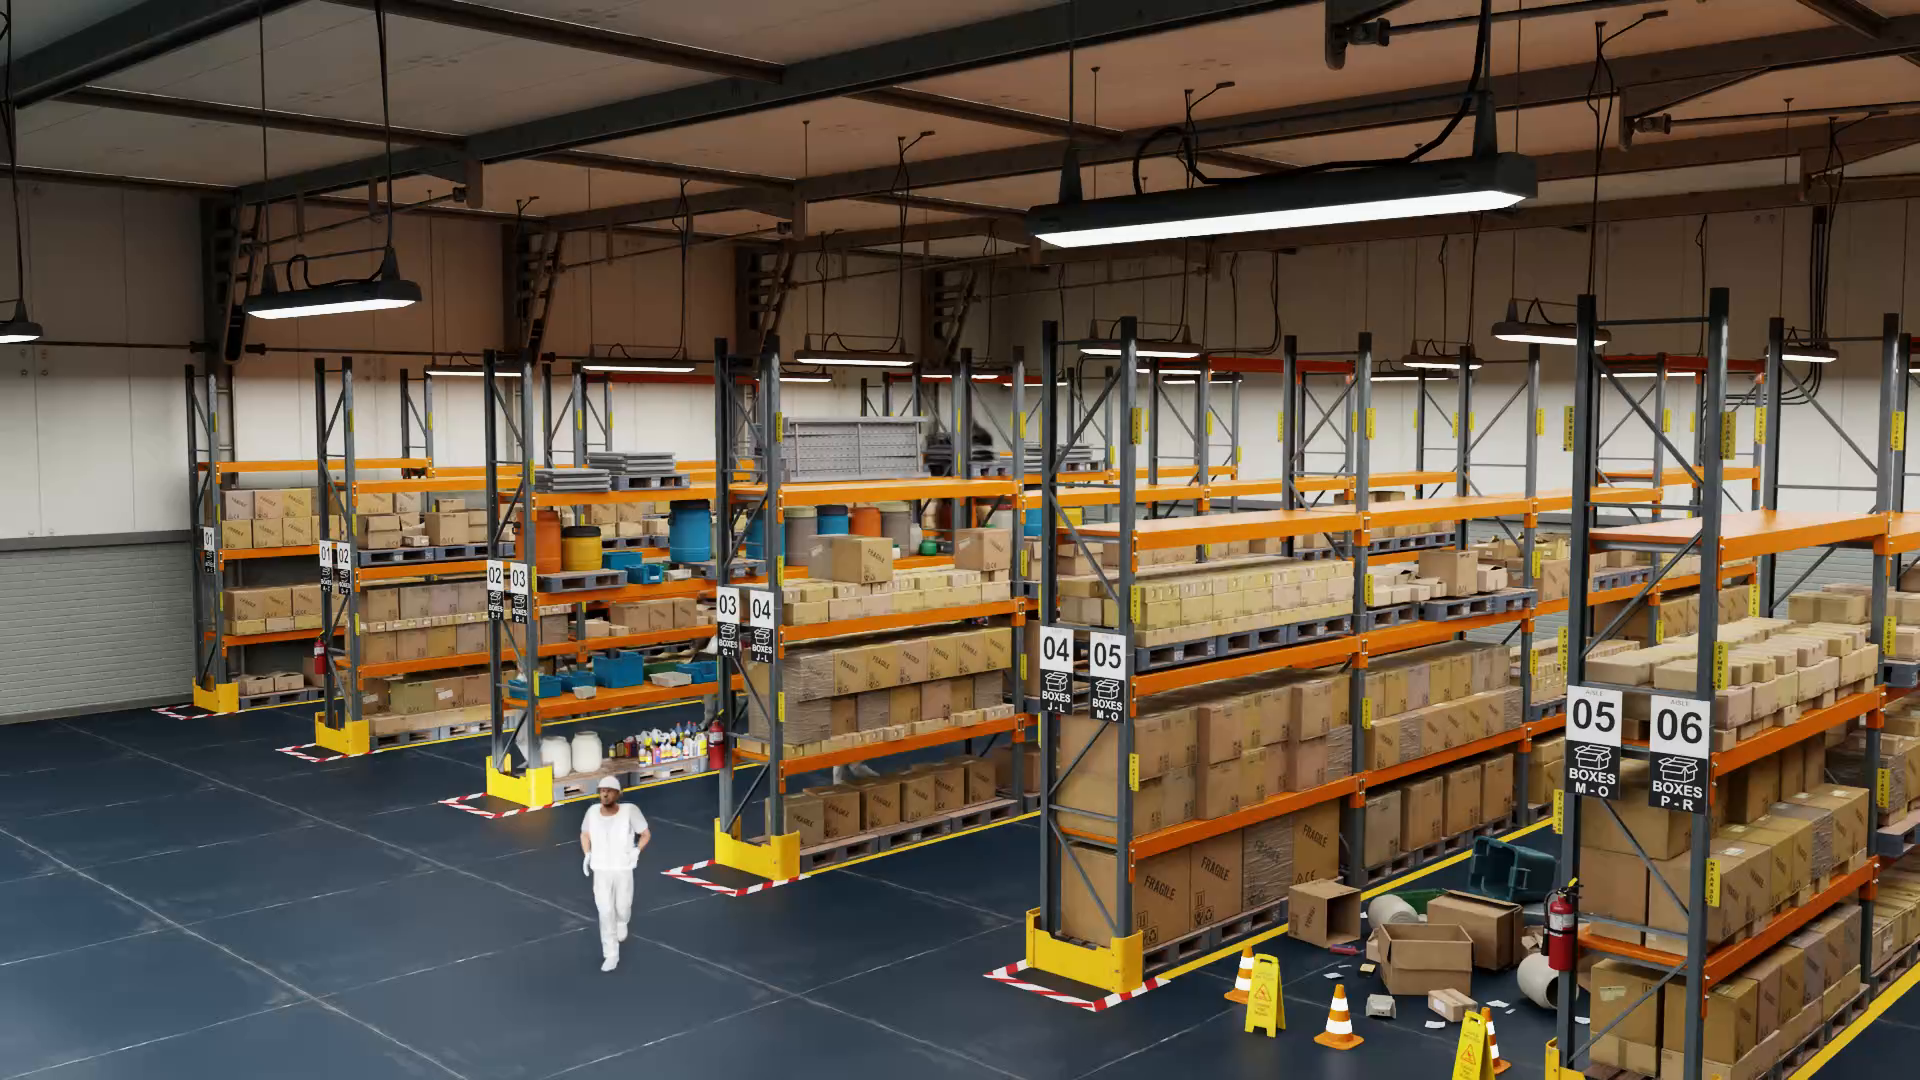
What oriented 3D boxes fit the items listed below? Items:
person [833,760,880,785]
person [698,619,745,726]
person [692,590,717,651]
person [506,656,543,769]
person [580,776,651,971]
[{"bbox_3d":[-1.416,2.644,21.864,0.577,1.656,0.903,4,6,44],"label":"person"},{"bbox_3d":[-3.957,2.173,27.430,0.673,1.755,0.944,4,6,39],"label":"person"},{"bbox_3d":[-5.028,1.818,32.231,0.682,1.733,0.654,4,6,42],"label":"person"},{"bbox_3d":[-6.287,2.490,24.218,0.634,1.652,0.570,4,6,44],"label":"person"},{"bbox_3d":[-3.257,3.097,15.660,0.674,1.767,0.702,0,4,-1],"label":"person"}]
